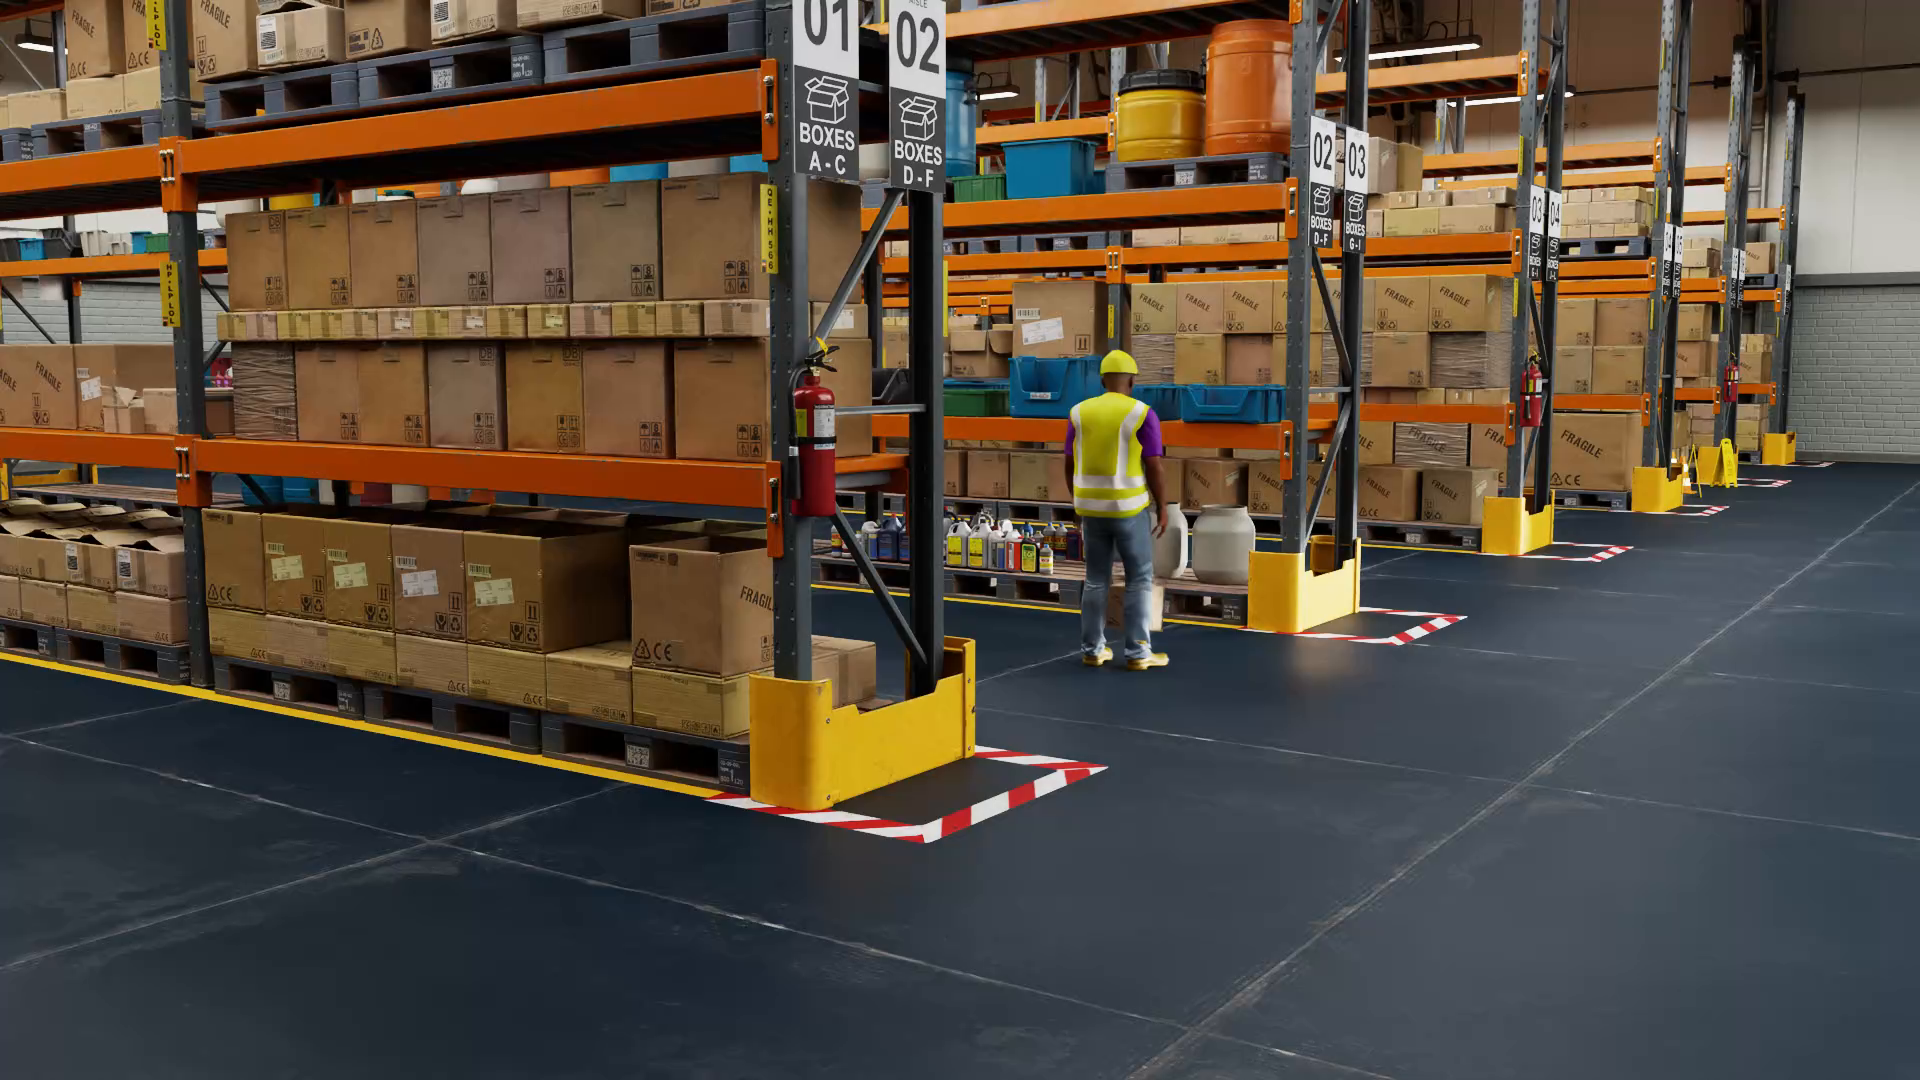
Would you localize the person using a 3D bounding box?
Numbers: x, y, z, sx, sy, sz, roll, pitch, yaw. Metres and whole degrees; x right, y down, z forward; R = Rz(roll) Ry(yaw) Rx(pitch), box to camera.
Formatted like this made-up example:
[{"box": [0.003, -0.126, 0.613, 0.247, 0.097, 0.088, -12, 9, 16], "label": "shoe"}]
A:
[{"box": [0.868, -0.171, 9.268, 0.601, 1.763, 0.443, 4, 7, 32], "label": "person"}]
